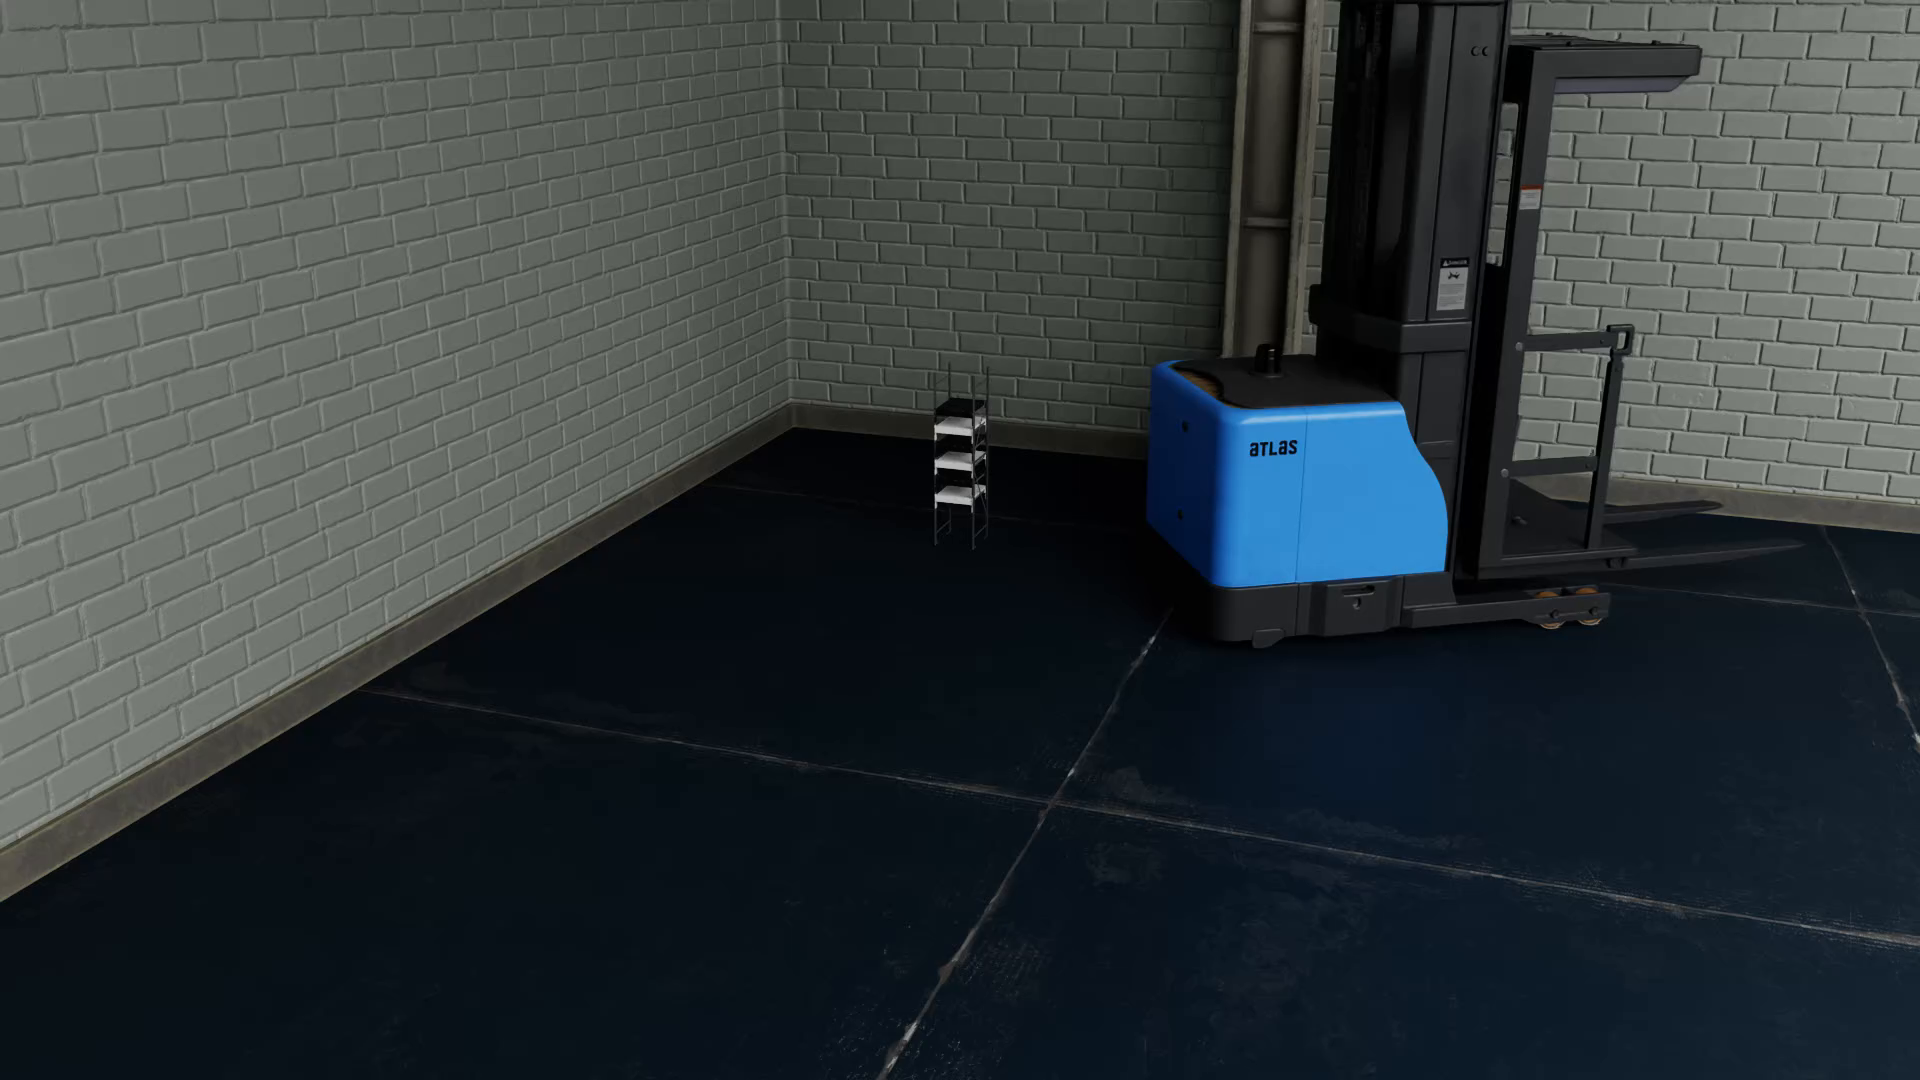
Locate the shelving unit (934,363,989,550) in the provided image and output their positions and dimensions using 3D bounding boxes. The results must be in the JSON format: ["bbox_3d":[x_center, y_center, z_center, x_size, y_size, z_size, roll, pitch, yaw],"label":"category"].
[{"bbox_3d":[0.008,-0.424,8.426,0.210,0.900,0.258,7,20,18],"label":"shelving unit"}]

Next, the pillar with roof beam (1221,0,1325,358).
[{"bbox_3d":[0.288,-3.278,4.307,0.400,9.000,9.100,7,20,18],"label":"pillar with roof beam"}]

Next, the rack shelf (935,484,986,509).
[{"bbox_3d":[0.008,-0.223,8.496,0.200,0.077,0.258,7,20,18],"label":"rack shelf"}]

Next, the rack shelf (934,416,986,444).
[{"bbox_3d":[0.008,-0.563,8.377,0.200,0.077,0.258,7,20,18],"label":"rack shelf"}]

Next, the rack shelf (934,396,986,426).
[{"bbox_3d":[0.008,-0.648,8.348,0.200,0.077,0.258,7,20,18],"label":"rack shelf"}]

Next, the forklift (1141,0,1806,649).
[{"bbox_3d":[2.440,-1.150,7.424,3.031,2.935,1.130,-4,20,-12],"label":"forklift"}]

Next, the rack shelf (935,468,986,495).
[{"bbox_3d":[0.008,-0.308,8.466,0.200,0.077,0.258,7,20,18],"label":"rack shelf"}]

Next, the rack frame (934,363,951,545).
[{"bbox_3d":[-0.088,-0.435,8.457,0.006,0.900,0.240,7,20,18],"label":"rack frame"}]

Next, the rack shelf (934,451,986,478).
[{"bbox_3d":[0.008,-0.393,8.437,0.200,0.077,0.258,7,20,18],"label":"rack shelf"}]

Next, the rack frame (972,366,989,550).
[{"bbox_3d":[0.104,-0.413,8.394,0.006,0.900,0.240,7,20,18],"label":"rack frame"}]

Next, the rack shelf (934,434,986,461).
[{"bbox_3d":[0.008,-0.478,8.407,0.200,0.077,0.258,7,20,18],"label":"rack shelf"}]
